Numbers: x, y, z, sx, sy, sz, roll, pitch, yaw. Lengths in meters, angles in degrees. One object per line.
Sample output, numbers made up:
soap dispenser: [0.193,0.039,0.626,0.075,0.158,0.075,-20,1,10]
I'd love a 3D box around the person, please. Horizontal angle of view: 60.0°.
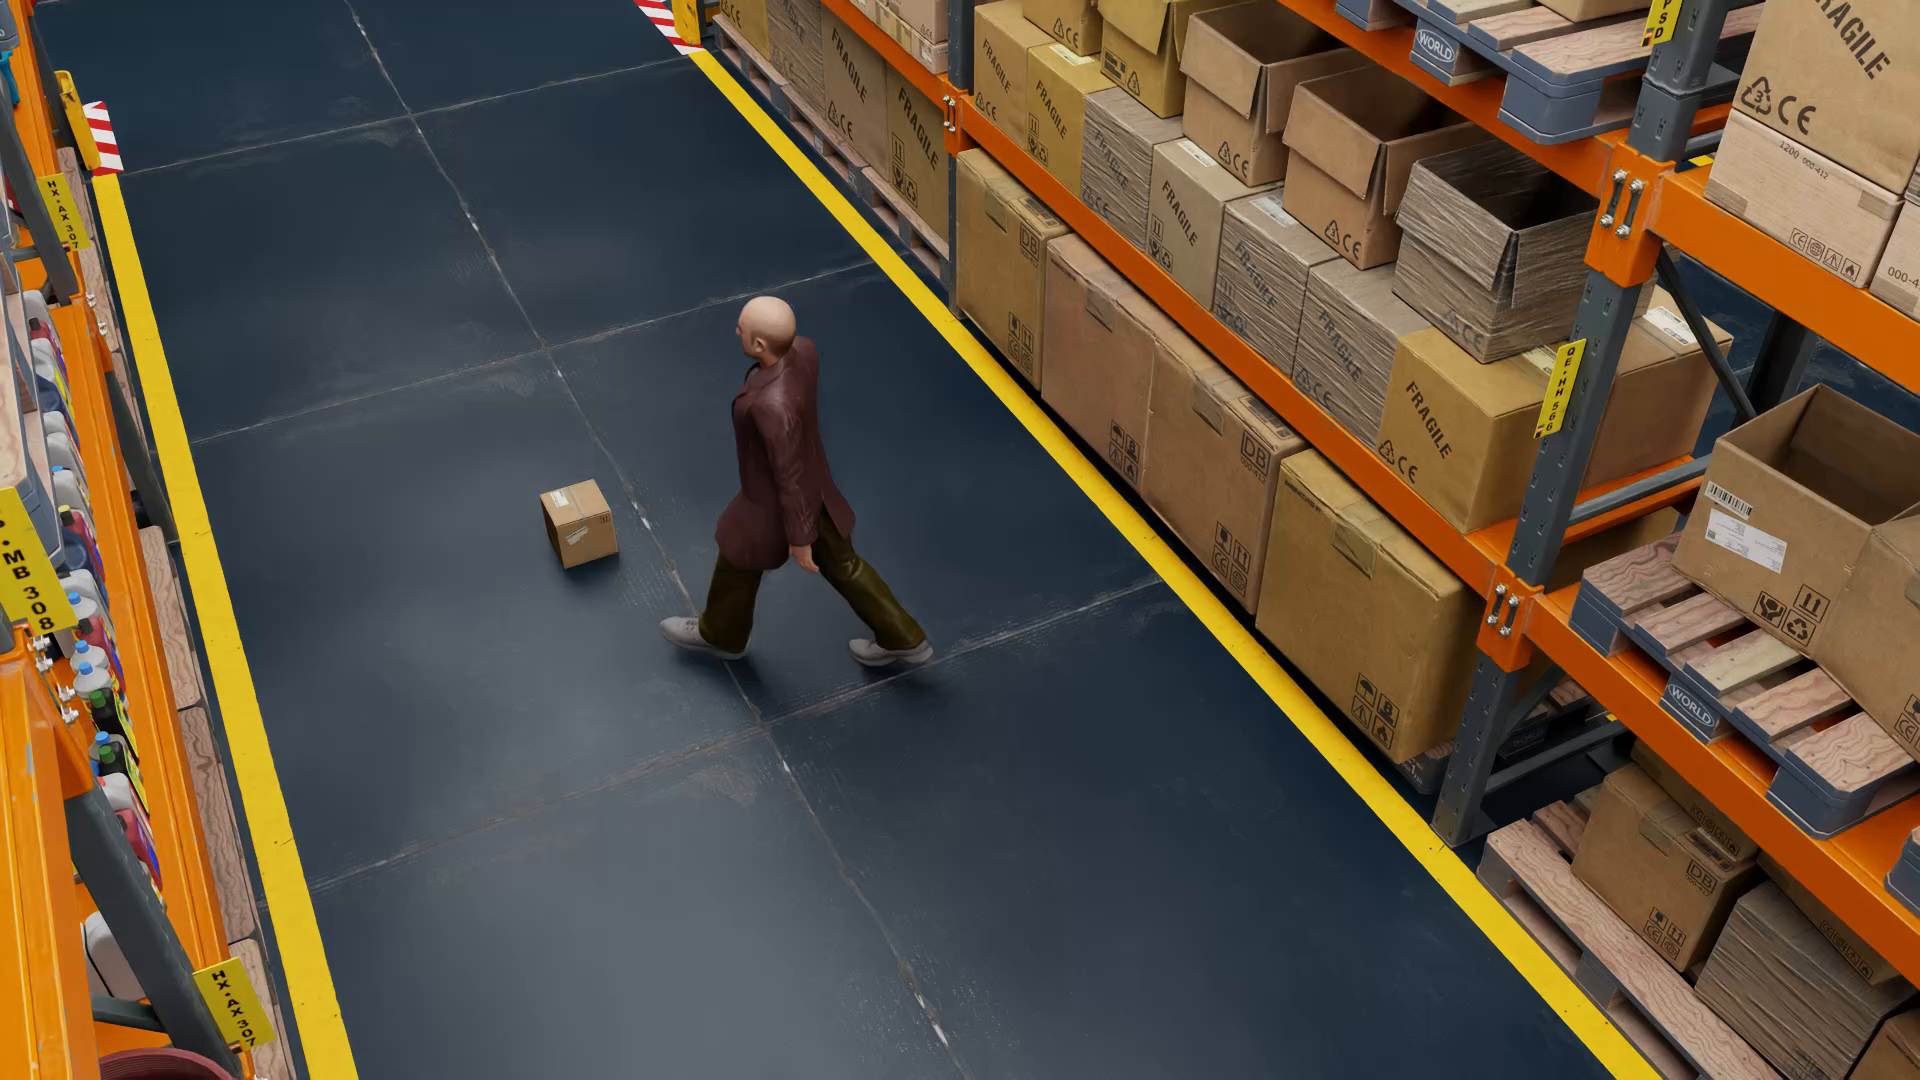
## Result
person: [-0.660,-0.190,6.401,1.147,1.737,0.602,12,42,14]
